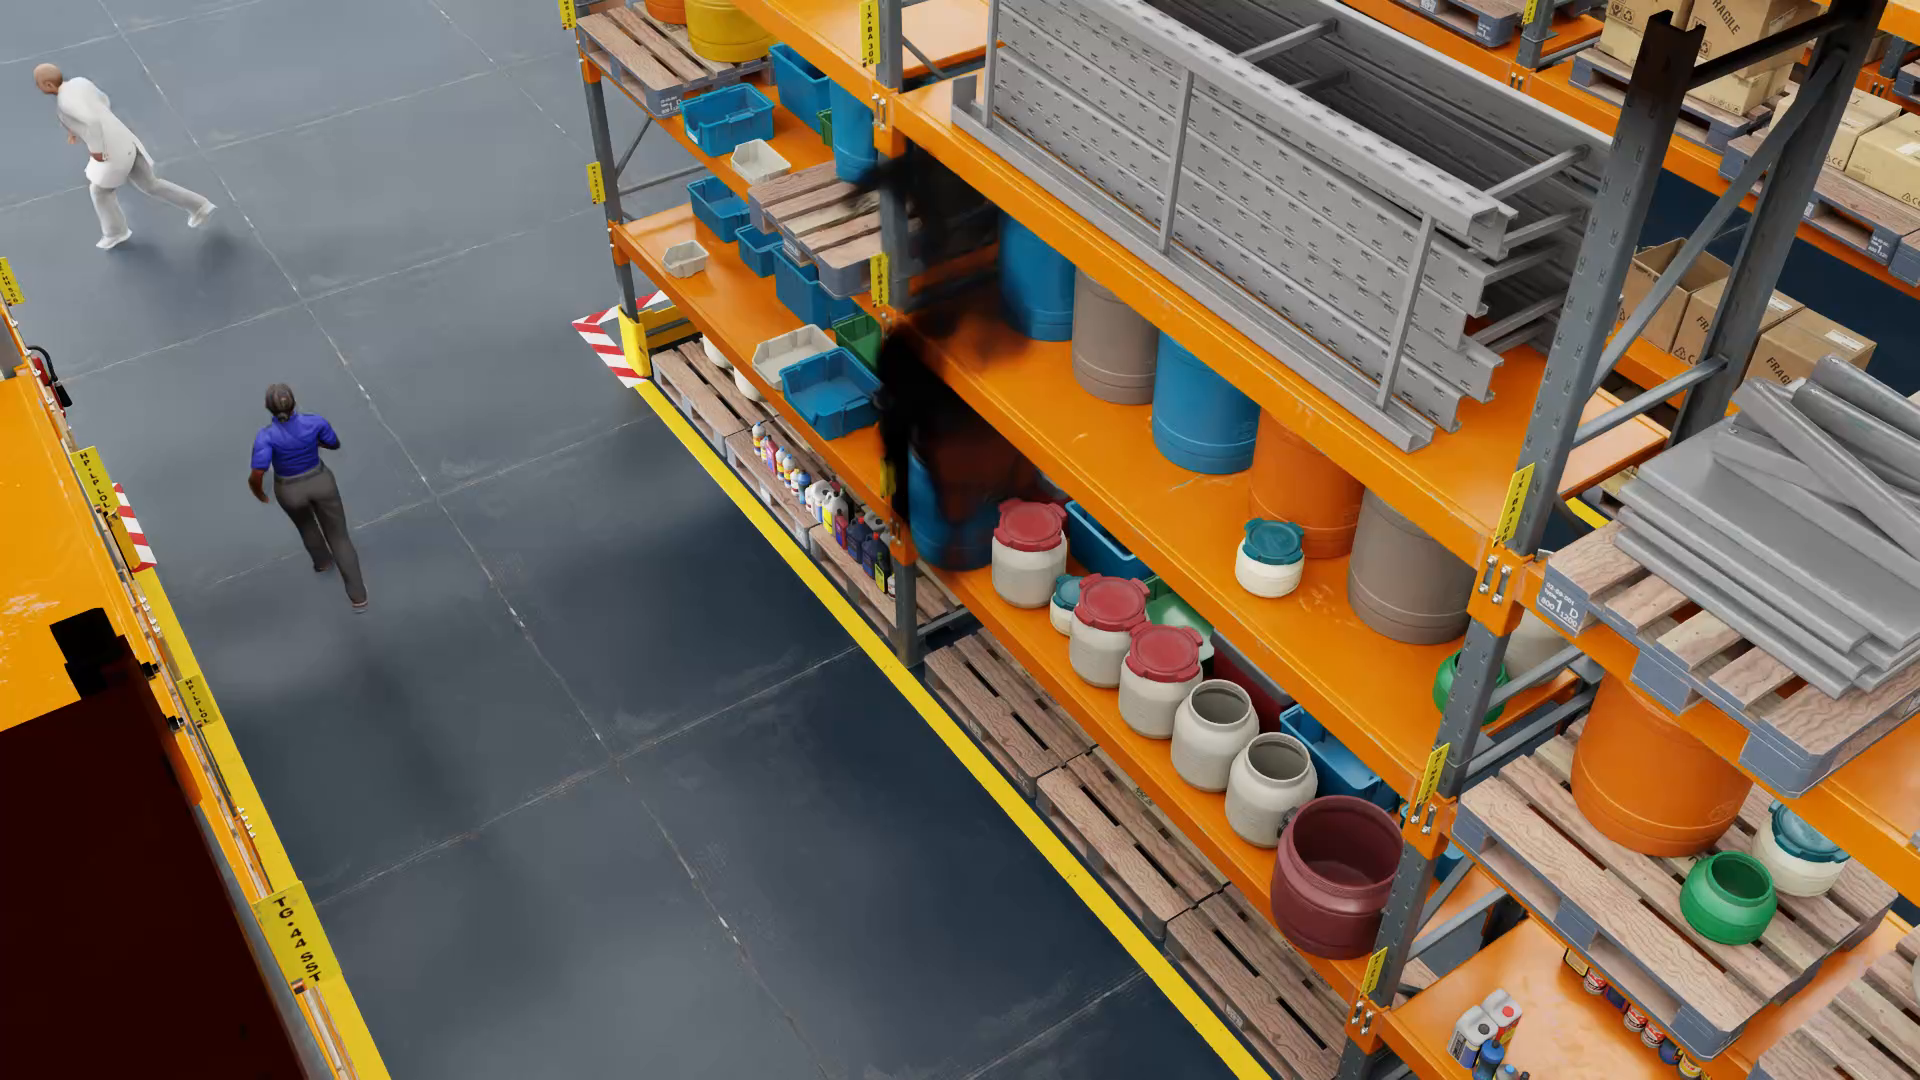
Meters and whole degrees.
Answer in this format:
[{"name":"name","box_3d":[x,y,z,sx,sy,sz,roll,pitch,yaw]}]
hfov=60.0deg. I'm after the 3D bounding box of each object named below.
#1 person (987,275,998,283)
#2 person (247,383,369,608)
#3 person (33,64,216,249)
[{"name":"person","box_3d":[0.293,-2.387,12.659,0.664,1.747,0.710,32,51,30]},{"name":"person","box_3d":[-4.109,-0.269,10.466,0.583,1.748,0.737,-20,46,-20]},{"name":"person","box_3d":[-7.027,-3.231,14.048,1.098,1.739,0.752,-8,43,-9]}]
